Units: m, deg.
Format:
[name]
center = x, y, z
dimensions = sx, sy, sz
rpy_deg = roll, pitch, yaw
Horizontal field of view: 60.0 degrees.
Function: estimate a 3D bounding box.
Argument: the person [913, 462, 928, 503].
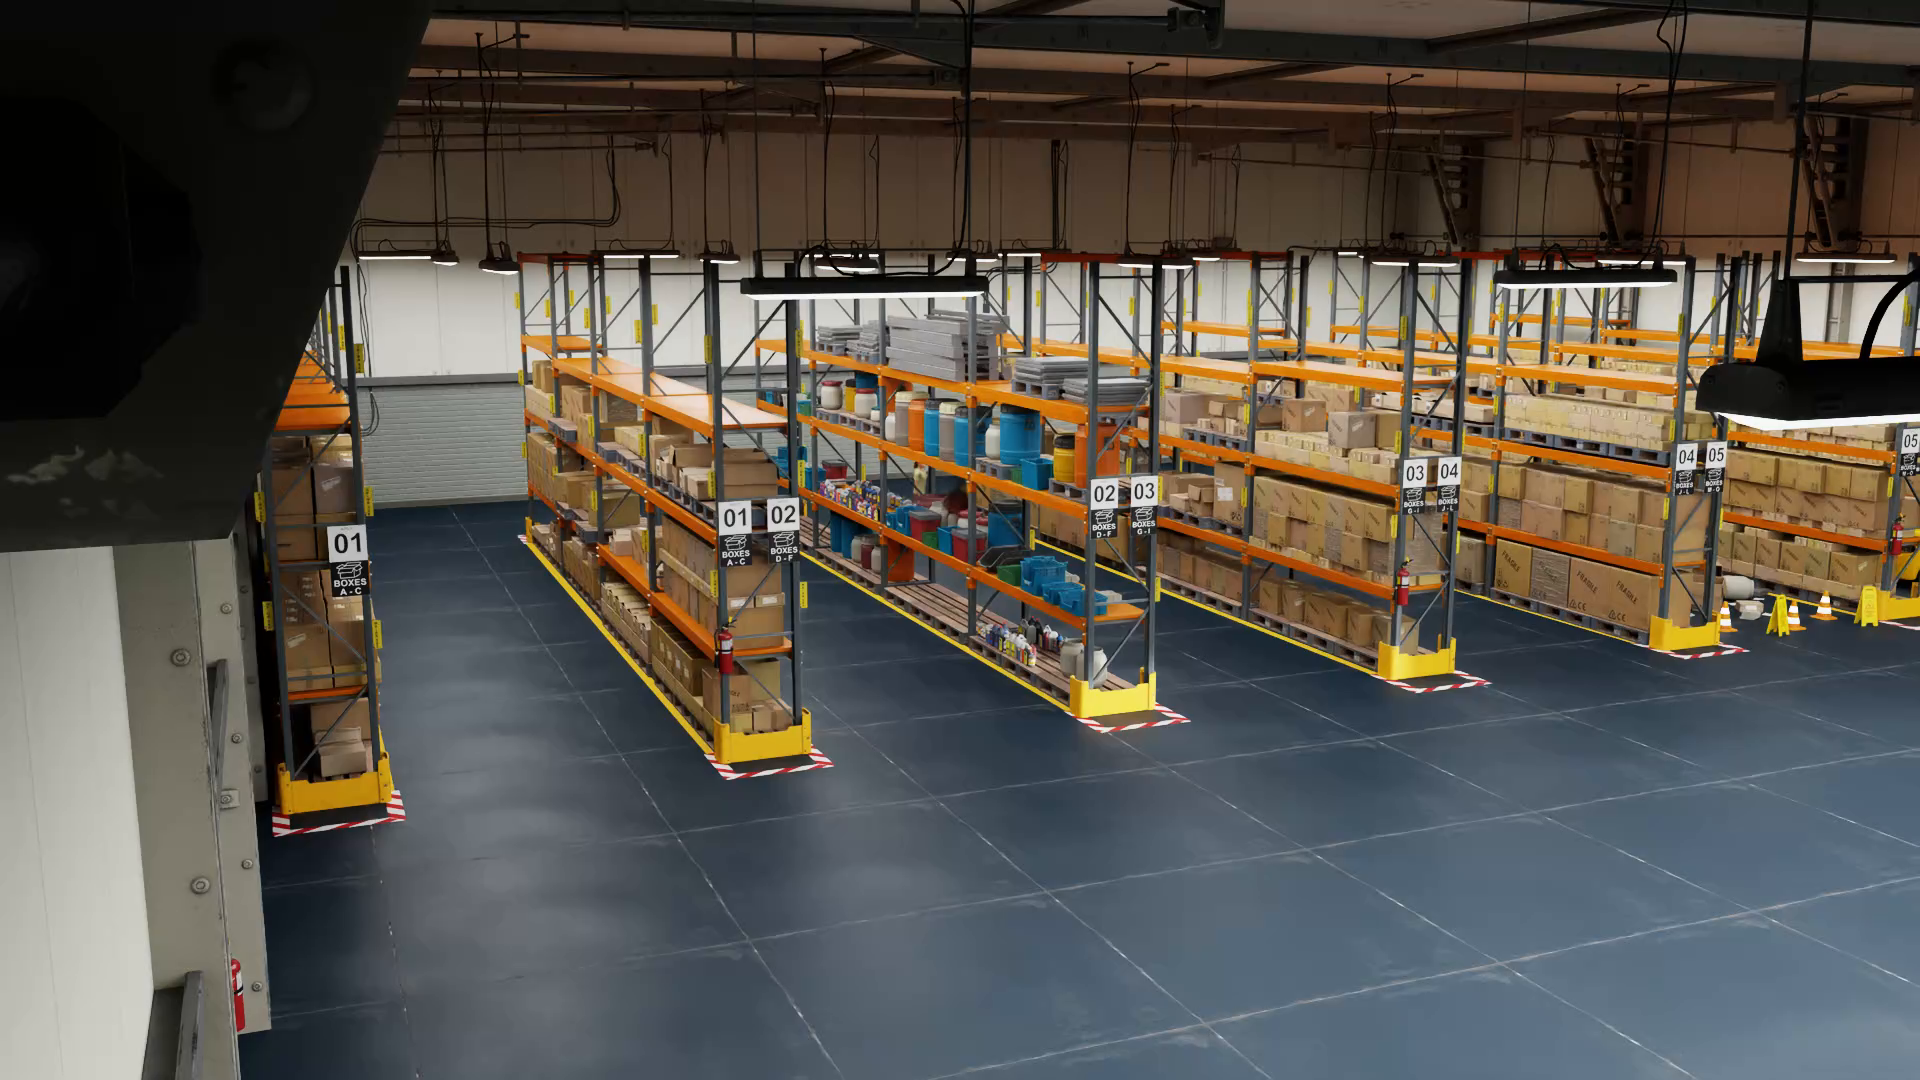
[person]
center = -0.822, -0.966, 35.723
dimensions = 0.448, 1.706, 0.540
rpy_deg = 2, 11, 11
